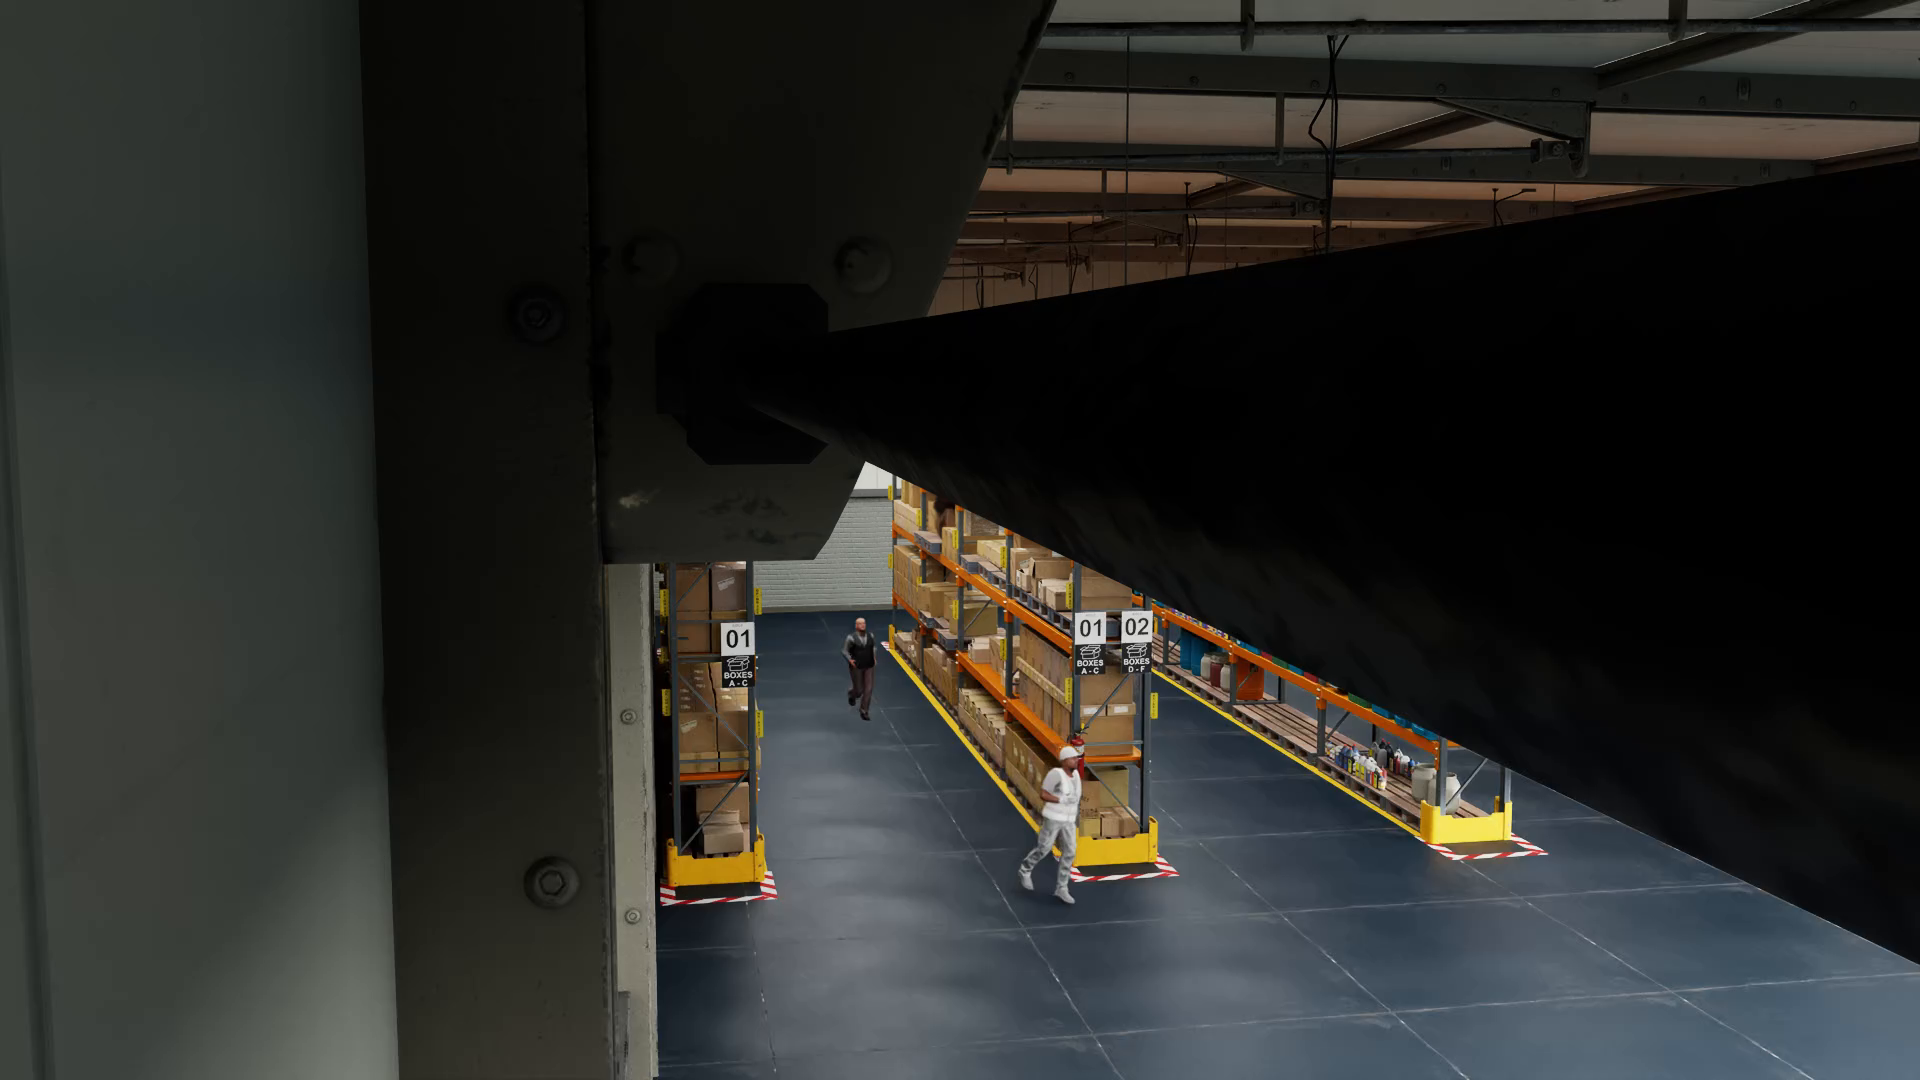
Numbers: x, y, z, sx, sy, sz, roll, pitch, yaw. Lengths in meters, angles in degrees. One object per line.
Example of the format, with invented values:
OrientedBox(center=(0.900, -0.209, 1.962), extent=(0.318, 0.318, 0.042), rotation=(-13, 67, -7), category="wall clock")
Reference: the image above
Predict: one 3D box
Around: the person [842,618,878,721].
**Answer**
OrientedBox(center=(-1.672, 2.165, 28.139), extent=(0.661, 1.705, 0.733), rotation=(-3, 7, -22), category="person")

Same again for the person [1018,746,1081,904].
OrientedBox(center=(1.200, 3.320, 19.731), extent=(0.688, 1.769, 0.915), rotation=(-5, 8, -39), category="person")

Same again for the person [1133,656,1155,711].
OrientedBox(center=(3.084, 2.121, 28.615), extent=(0.590, 1.690, 0.727), rotation=(-2, 7, -20), category="person")
